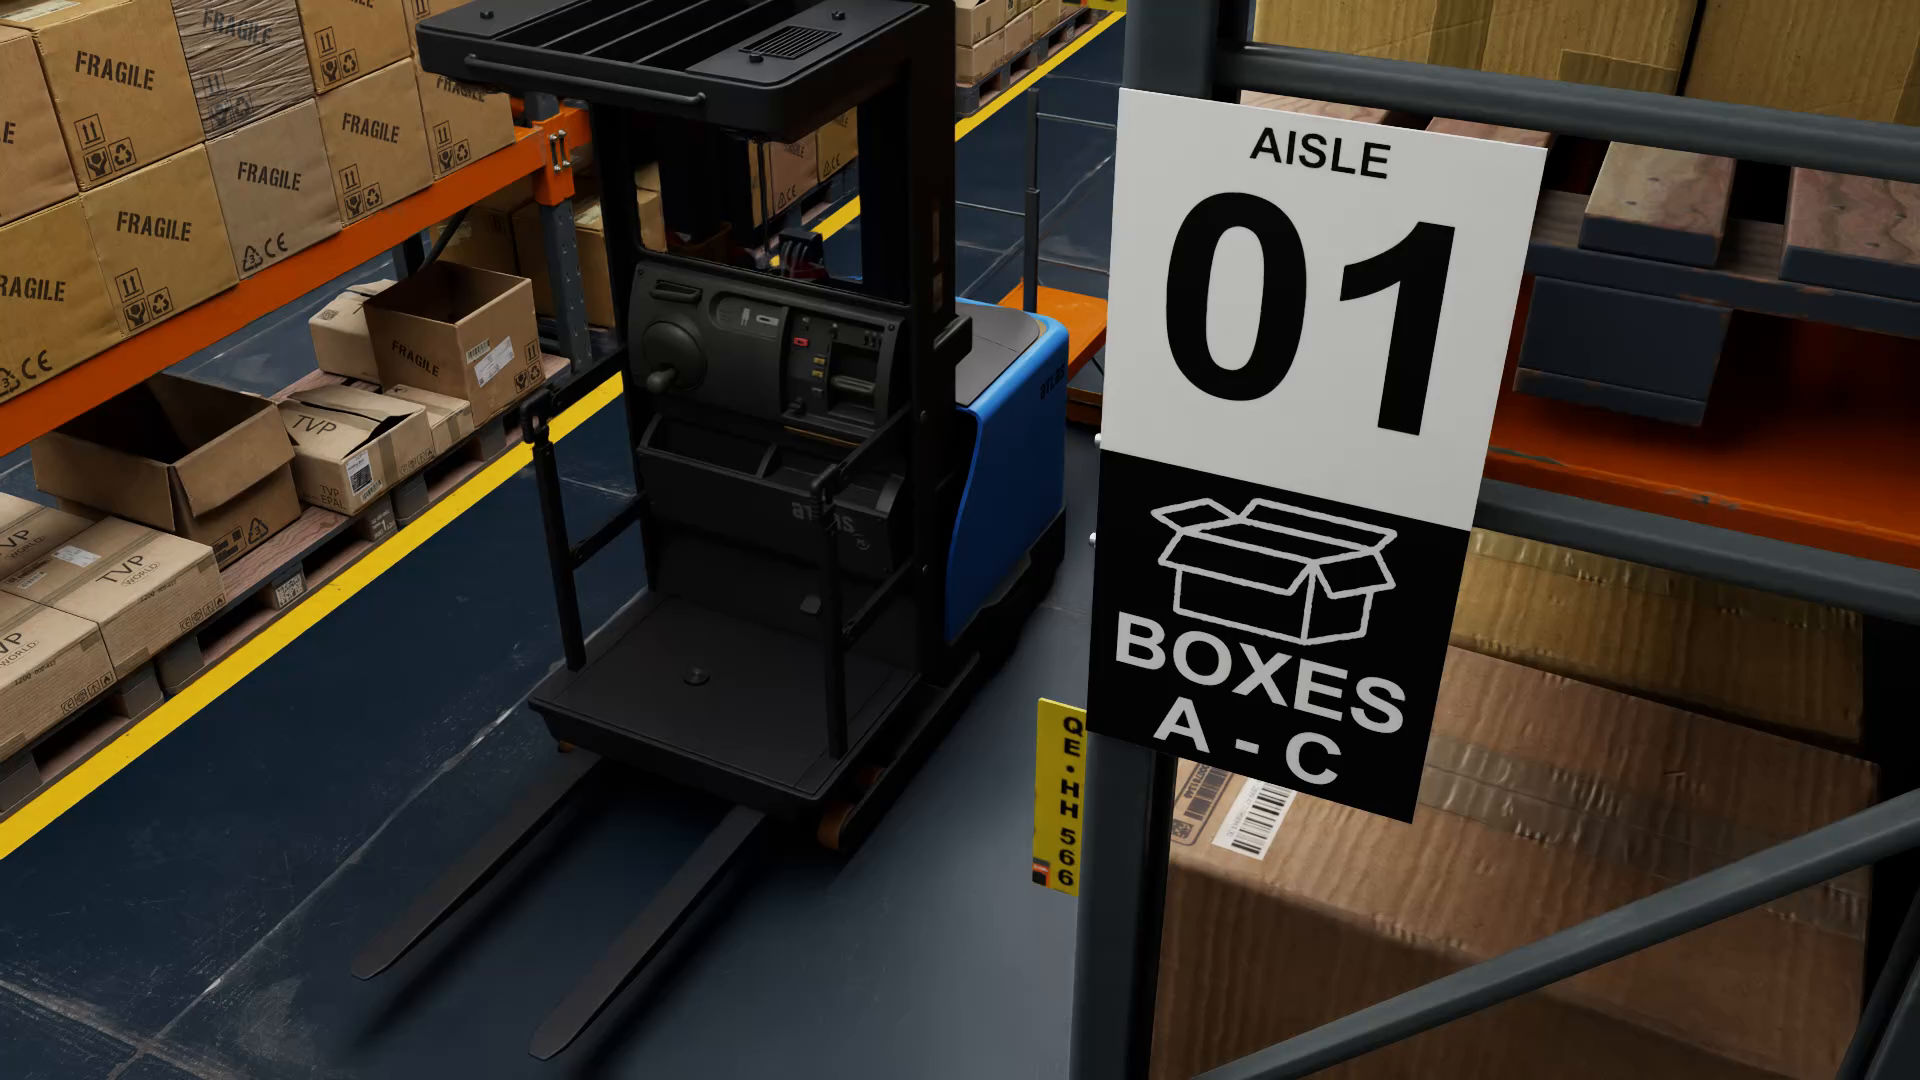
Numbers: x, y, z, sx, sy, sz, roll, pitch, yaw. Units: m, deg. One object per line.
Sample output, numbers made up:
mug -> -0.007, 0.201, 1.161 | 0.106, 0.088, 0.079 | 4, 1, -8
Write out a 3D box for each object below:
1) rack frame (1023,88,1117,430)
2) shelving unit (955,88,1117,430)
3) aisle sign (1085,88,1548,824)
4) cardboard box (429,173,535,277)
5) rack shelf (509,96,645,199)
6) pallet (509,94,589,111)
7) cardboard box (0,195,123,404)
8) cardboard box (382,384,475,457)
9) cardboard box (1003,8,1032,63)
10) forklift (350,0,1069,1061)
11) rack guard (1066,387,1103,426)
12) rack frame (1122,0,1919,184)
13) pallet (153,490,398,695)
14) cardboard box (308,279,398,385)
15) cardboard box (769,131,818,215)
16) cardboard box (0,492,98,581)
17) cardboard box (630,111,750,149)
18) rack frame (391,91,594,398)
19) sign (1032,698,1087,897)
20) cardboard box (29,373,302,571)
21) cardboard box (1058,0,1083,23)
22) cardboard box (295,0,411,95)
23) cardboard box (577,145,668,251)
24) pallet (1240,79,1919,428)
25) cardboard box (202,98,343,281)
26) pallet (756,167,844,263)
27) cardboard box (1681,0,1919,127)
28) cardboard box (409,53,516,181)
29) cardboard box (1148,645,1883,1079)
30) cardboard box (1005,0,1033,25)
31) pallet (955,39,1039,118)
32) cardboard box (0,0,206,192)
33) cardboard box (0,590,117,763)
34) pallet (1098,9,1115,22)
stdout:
rack frame -> 0.506, -1.169, 7.165 | 0.500, 1.500, 0.032 | 15, 36, 22
shelving unit -> 0.276, -0.915, 6.778 | 0.587, 1.500, 1.083 | 15, 36, 22
aisle sign -> 0.331, -0.055, 1.727 | 0.394, 0.787, 0.004 | 14, 36, 20
cardboard box -> -2.248, -1.512, 8.198 | 0.500, 0.500, 0.500 | 14, 36, 20
rack shelf -> -1.357, -2.757, 8.875 | 1.077, 0.370, 4.000 | 14, 36, 20
pallet -> -1.760, -2.354, 7.780 | 1.003, 0.211, 1.213 | 14, 36, 20
cardboard box -> -3.019, -0.779, 5.112 | 0.500, 0.500, 0.500 | 14, 36, 20
cardboard box -> -2.277, -0.504, 6.982 | 0.380, 0.149, 0.250 | 14, 36, 20
cardboard box -> 0.175, -3.523, 11.513 | 0.500, 0.250, 0.500 | 13, 35, 19
forklift -> -0.697, -0.519, 4.869 | 1.130, 2.935, 3.031 | 15, 36, 22
rack guard -> 0.498, -0.637, 7.493 | 0.587, 0.250, 0.087 | 15, 36, 22
rack frame -> 0.634, -1.444, 0.745 | 1.000, 3.000, 0.127 | 14, 36, 20
pallet -> -2.991, 0.056, 6.472 | 1.003, 0.211, 1.213 | 14, 36, 20
cardboard box -> -2.566, -0.962, 7.532 | 0.500, 0.311, 0.500 | 14, 36, 20
cardboard box -> -1.129, -2.152, 9.175 | 0.500, 0.500, 0.500 | 13, 35, 19
cardboard box -> -3.439, 0.103, 5.964 | 0.500, 0.250, 0.500 | 14, 36, 20
cardboard box -> -1.352, -2.197, 8.559 | 0.500, 0.250, 0.500 | 14, 36, 21
rack frame -> -2.194, -2.062, 7.158 | 1.000, 3.000, 0.127 | 14, 36, 20
sign -> 0.147, 0.351, 2.208 | 0.100, 0.325, 0.005 | 14, 36, 20
cardboard box -> -2.975, -0.265, 6.294 | 0.797, 0.503, 0.637 | 14, 36, 20
cardboard box -> 0.602, -4.039, 12.299 | 0.500, 0.250, 0.500 | 15, 36, 21
cardboard box -> -2.382, -1.954, 5.992 | 0.500, 0.500, 0.500 | 13, 36, 20
cardboard box -> -1.557, -1.653, 8.414 | 0.500, 0.500, 0.500 | 15, 36, 21
pallet -> 0.934, -0.524, 2.159 | 1.003, 0.211, 1.213 | 14, 36, 20
cardboard box -> -2.597, -1.282, 5.879 | 0.500, 0.500, 0.500 | 15, 36, 22
pallet -> -1.379, -1.919, 9.484 | 1.003, 0.211, 1.213 | 14, 36, 20
cardboard box -> 1.162, -0.651, 1.935 | 0.500, 0.250, 0.500 | 16, 37, 23
cardboard box -> -2.170, -1.796, 6.662 | 0.500, 0.500, 0.500 | 15, 36, 21
cardboard box -> 0.838, 0.683, 2.699 | 0.980, 0.700, 0.700 | 16, 36, 23
cardboard box -> 0.178, -3.771, 11.379 | 0.500, 0.311, 0.500 | 13, 36, 19
pallet -> -0.140, -3.289, 11.573 | 1.003, 0.211, 1.213 | 14, 36, 20
cardboard box -> -2.805, -1.453, 5.228 | 0.500, 0.500, 0.500 | 14, 36, 20
cardboard box -> -3.173, 0.442, 5.447 | 0.500, 0.250, 0.500 | 14, 36, 20
pallet -> 0.880, -4.504, 13.426 | 1.003, 0.211, 1.213 | 14, 36, 20
